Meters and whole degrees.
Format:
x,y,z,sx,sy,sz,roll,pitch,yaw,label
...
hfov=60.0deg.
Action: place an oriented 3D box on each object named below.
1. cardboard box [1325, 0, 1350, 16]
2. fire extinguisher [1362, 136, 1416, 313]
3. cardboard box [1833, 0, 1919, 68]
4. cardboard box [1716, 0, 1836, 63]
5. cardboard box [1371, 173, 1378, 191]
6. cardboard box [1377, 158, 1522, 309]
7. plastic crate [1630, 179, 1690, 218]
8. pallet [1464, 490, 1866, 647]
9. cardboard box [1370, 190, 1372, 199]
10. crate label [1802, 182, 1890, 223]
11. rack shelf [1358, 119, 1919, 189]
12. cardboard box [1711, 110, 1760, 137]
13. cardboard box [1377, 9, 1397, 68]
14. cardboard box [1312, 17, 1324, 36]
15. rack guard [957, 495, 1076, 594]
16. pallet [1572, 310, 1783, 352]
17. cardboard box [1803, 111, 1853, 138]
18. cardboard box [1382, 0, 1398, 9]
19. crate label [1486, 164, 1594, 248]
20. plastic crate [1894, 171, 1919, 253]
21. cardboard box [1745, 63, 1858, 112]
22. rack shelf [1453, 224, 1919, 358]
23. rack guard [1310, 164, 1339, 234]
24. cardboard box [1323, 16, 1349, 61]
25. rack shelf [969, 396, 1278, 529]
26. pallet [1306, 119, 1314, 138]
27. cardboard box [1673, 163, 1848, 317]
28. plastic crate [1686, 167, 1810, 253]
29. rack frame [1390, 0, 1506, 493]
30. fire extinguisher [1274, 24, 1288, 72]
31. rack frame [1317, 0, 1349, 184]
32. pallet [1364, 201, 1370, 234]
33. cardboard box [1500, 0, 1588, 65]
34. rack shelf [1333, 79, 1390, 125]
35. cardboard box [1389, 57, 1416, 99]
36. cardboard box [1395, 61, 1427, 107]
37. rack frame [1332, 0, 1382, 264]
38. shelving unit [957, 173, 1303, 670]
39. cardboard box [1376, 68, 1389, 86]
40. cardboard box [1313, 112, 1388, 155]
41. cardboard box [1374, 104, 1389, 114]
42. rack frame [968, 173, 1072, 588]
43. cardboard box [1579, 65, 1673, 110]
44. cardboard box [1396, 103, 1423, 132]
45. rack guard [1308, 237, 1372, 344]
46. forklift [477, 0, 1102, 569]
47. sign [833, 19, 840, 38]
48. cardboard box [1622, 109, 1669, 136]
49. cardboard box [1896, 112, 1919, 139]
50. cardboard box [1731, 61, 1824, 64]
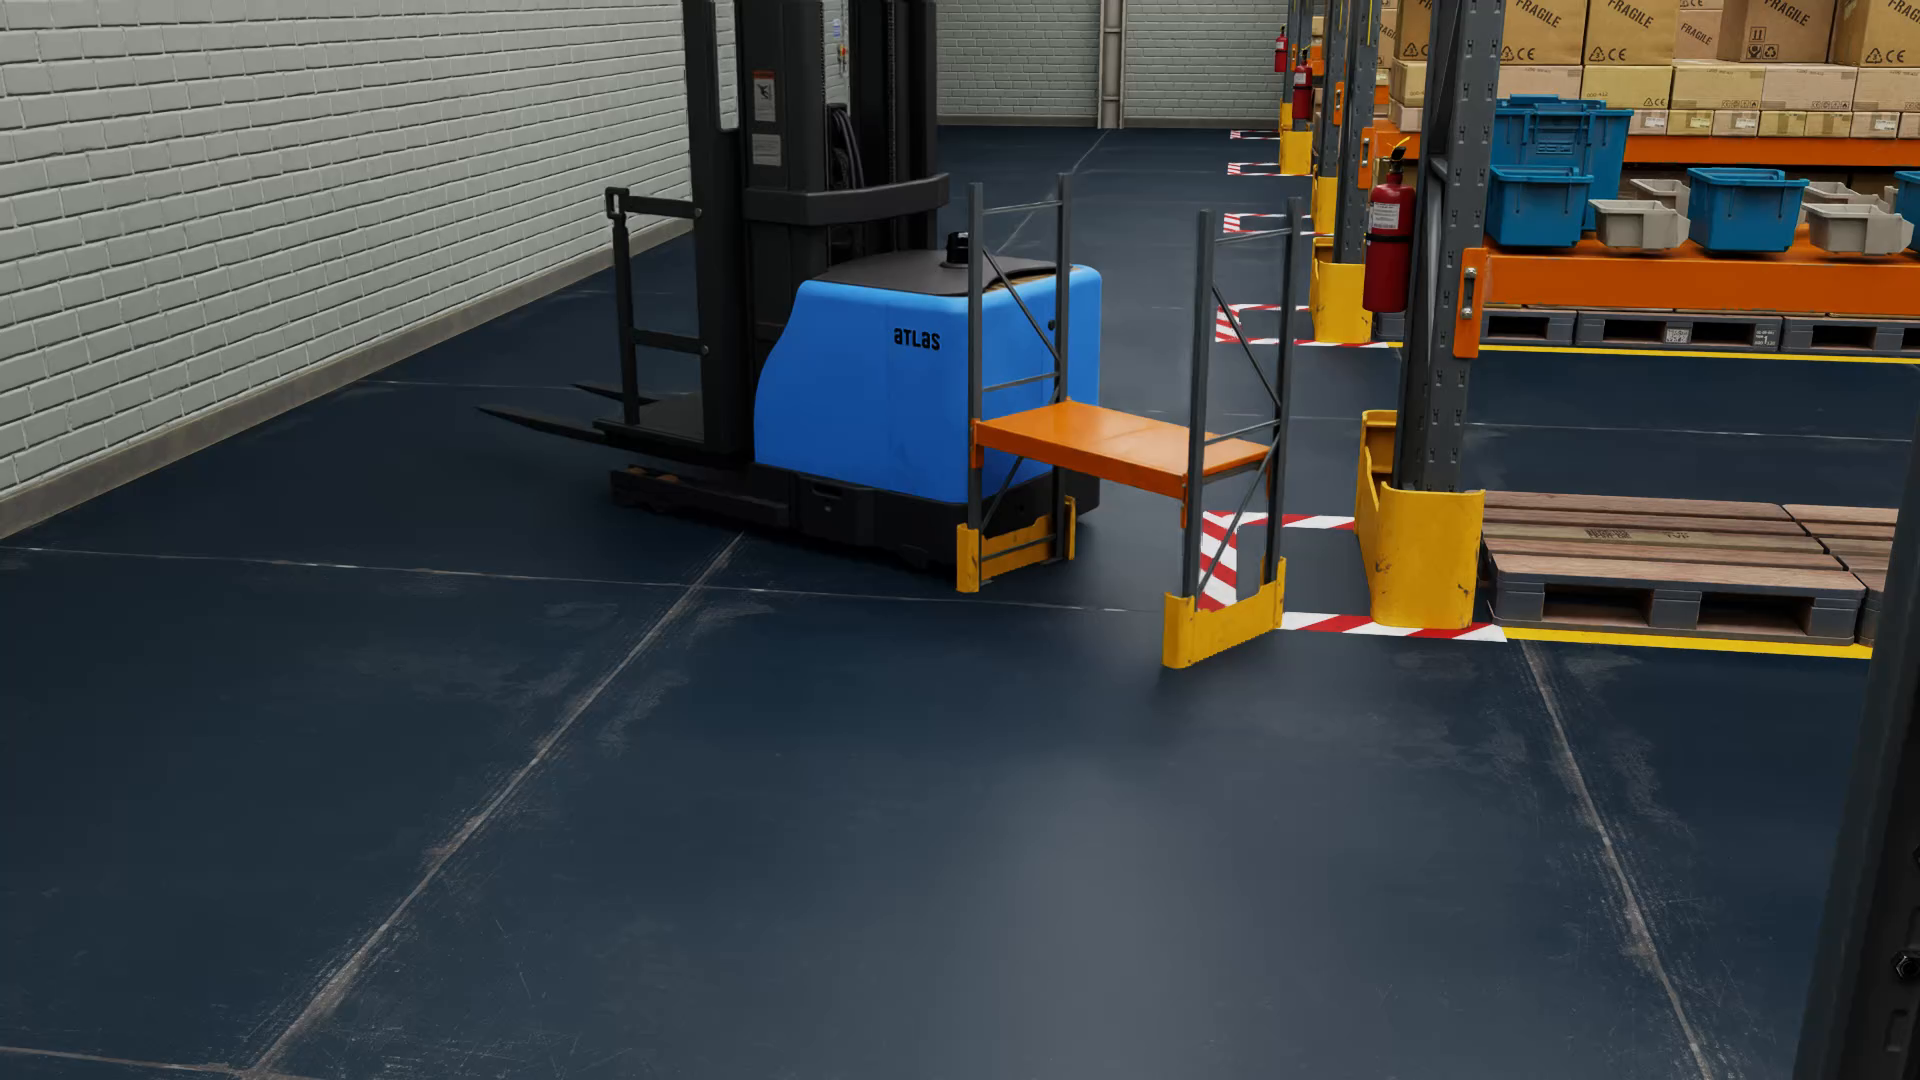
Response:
x,y,z,sx,sy,sz,roll,pitch,yaw,label
4.539,-6.360,19.351,0.500,0.500,0.500,3,19,7,cardboard box
1.676,-1.232,6.468,0.183,0.674,0.296,3,19,9,fire extinguisher
5.498,-3.038,9.740,0.500,0.500,0.500,3,19,9,cardboard box
5.056,-3.228,10.308,0.500,0.500,0.500,2,19,7,cardboard box
3.902,-3.278,15.234,0.250,0.149,0.380,4,19,11,cardboard box
3.183,-2.032,10.835,0.875,0.875,0.875,3,19,9,cardboard box
2.587,-1.215,6.027,0.243,0.136,0.396,3,19,9,plastic crate
2.561,0.080,6.230,1.213,0.211,1.003,3,19,9,pallet
3.892,-3.117,15.222,0.250,0.149,0.380,3,19,10,cardboard box
3.150,-1.189,5.951,0.243,0.136,0.396,3,19,9,crate label
4.513,-2.406,10.399,4.000,0.370,1.077,3,19,9,rack shelf
4.615,-2.517,9.995,0.250,0.149,0.380,3,19,10,cardboard box
3.825,-4.476,14.825,0.500,0.500,0.500,4,19,11,cardboard box
5.299,-7.470,24.169,0.500,0.250,0.500,3,19,9,cardboard box
0.220,0.012,6.373,0.587,0.250,0.087,-17,25,-41,rack guard
4.541,-1.447,10.796,1.213,0.211,1.003,3,19,9,pallet
5.119,-2.491,9.918,0.250,0.149,0.380,3,19,10,cardboard box
3.826,-4.953,14.677,0.500,0.500,0.500,3,19,8,cardboard box
1.944,-1.129,5.620,0.303,0.233,0.416,3,19,9,crate label
3.245,-1.063,5.422,0.300,0.233,0.416,3,19,9,plastic crate
4.995,-2.707,9.934,0.500,0.250,0.500,3,19,10,cardboard box
3.728,-0.854,5.762,4.000,0.370,1.077,3,19,9,rack shelf
3.500,-3.207,15.600,0.348,0.500,1.175,3,19,9,rack guard
4.539,-5.885,19.508,0.500,0.500,0.500,3,19,8,cardboard box
0.571,-0.294,5.884,0.538,0.185,1.000,-17,25,-41,rack shelf
5.756,-6.141,24.825,1.213,0.211,1.003,3,19,9,pallet
4.960,-1.941,10.564,0.875,0.875,0.875,3,19,9,cardboard box
2.594,-1.096,5.521,0.300,0.233,0.416,3,19,9,plastic crate
1.753,-1.296,5.948,0.127,3.000,1.000,3,19,9,rack frame
4.676,-7.156,24.174,0.183,0.674,0.296,3,19,9,fire extinguisher
3.425,-4.396,15.215,0.127,3.000,1.000,3,19,9,rack frame
4.297,-3.018,15.490,1.213,0.211,1.003,3,19,9,pallet
3.463,-3.139,10.043,0.500,0.500,0.500,2,19,7,cardboard box
5.400,-3.954,15.028,4.000,0.370,1.077,3,19,9,rack shelf
3.059,-2.976,10.738,0.500,0.250,0.500,3,19,8,cardboard box
2.970,-2.809,10.237,0.500,0.250,0.500,2,19,7,cardboard box
2.539,-2.847,10.586,0.127,3.000,1.000,3,19,9,rack frame
0.564,-0.467,5.834,0.587,1.500,1.083,-17,25,-41,shelving unit
3.693,-4.158,14.899,0.250,0.149,0.380,3,19,8,cardboard box
4.778,-4.934,20.199,0.875,0.438,0.875,2,19,7,cardboard box
6.321,-6.405,24.497,0.500,0.500,0.700,4,19,11,cardboard box
0.219,-0.581,6.175,0.500,1.500,0.032,-17,25,-41,rack frame
3.979,-2.758,10.087,0.500,0.250,0.500,2,19,7,cardboard box
2.837,-2.607,10.263,0.250,0.149,0.380,3,19,9,cardboard box
2.515,-1.663,10.986,0.348,0.500,1.175,3,19,9,rack guard
-0.907,-1.627,7.045,3.031,2.935,1.130,13,22,33,forklift
-1.529,-6.345,20.612,0.001,0.218,0.327,3,19,9,sign
4.107,-2.543,10.072,0.250,0.149,0.380,3,19,8,cardboard box
5.627,-2.466,9.840,0.250,0.149,0.380,3,19,8,cardboard box
5.063,-2.873,10.429,0.500,0.250,0.500,3,19,10,cardboard box
